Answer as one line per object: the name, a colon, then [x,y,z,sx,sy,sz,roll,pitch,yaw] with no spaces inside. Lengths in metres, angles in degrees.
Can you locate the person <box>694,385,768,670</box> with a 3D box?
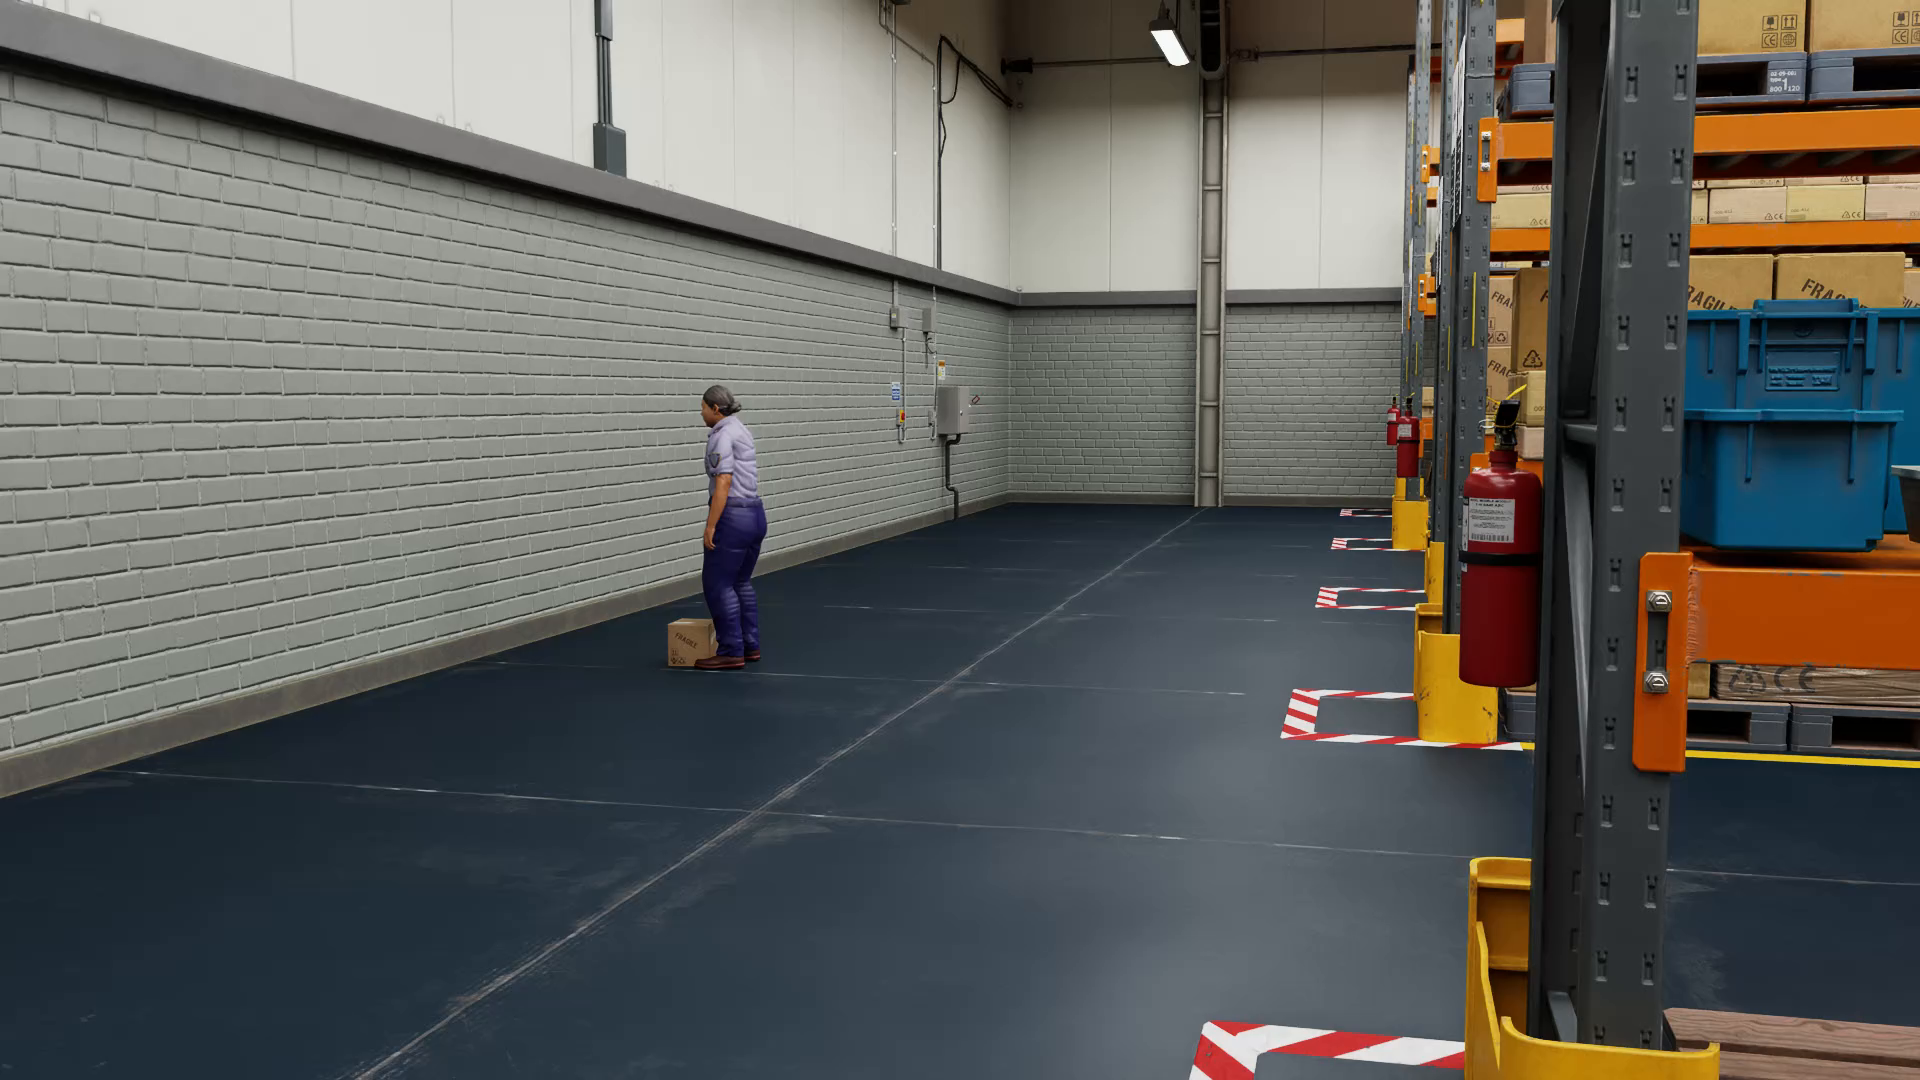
person: [-1.345,-0.077,9.784,0.371,1.639,0.538,1,5,14]
